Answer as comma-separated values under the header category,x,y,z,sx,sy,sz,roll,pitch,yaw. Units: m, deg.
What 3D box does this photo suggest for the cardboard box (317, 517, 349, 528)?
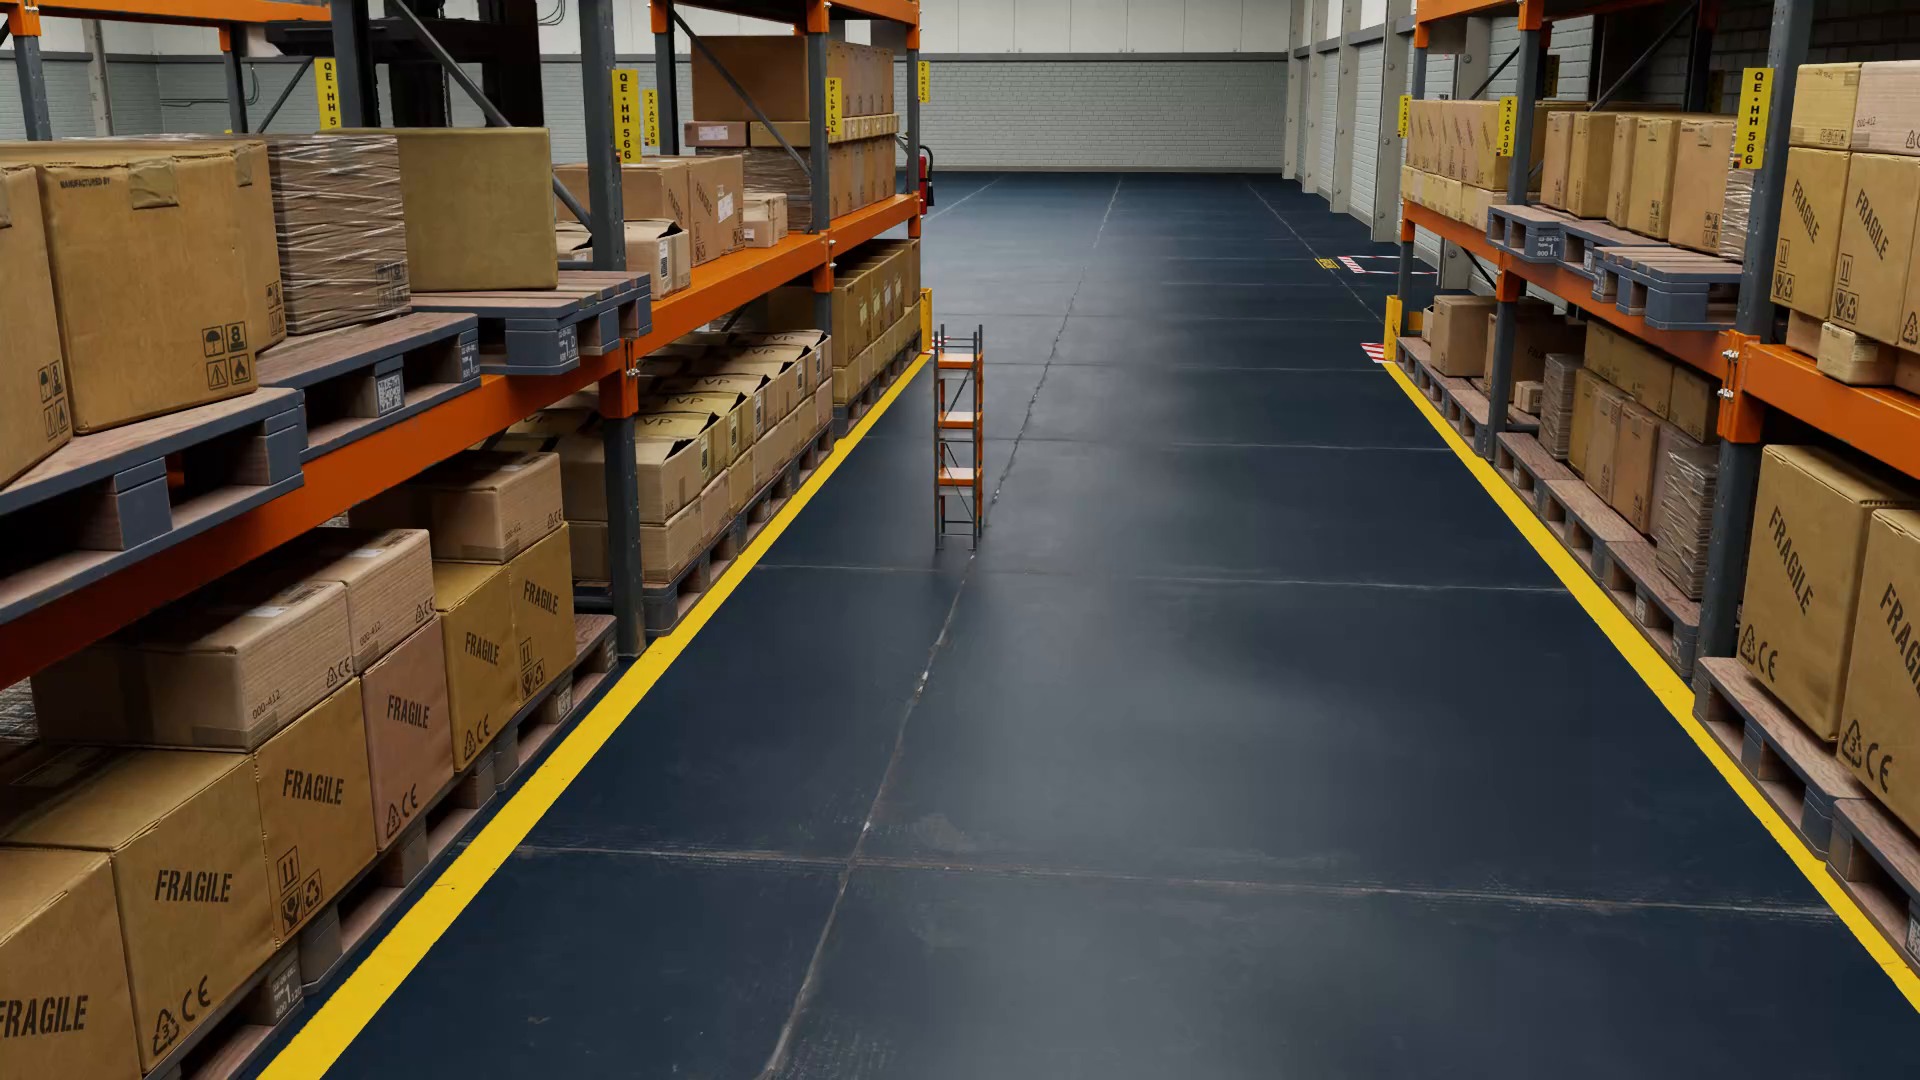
category,x,y,z,sx,sy,sz,roll,pitch,yaw
cardboard box,-2.129,0.227,5.522,0.500,0.500,0.500,1,15,4

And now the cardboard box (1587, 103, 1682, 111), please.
category,x,y,z,sx,sy,sz,roll,pitch,yaw
cardboard box,3.895,-2.320,9.809,0.500,0.500,0.500,1,15,5

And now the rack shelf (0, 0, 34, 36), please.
category,x,y,z,sx,sy,sz,roll,pitch,yaw
rack shelf,-6.435,-2.779,8.325,1.077,0.370,4.000,2,15,6

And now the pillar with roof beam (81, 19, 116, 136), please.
category,x,y,z,sx,sy,sz,roll,pitch,yaw
pillar with roof beam,-18.770,-14.213,43.487,9.100,9.000,0.400,2,15,6

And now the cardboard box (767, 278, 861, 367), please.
category,x,y,z,sx,sy,sz,roll,pitch,yaw
cardboard box,-0.925,-1.399,10.615,0.500,0.500,0.500,2,15,6

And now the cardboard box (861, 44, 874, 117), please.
category,x,y,z,sx,sy,sz,roll,pitch,yaw
cardboard box,-1.018,-3.360,12.166,0.700,0.500,0.500,2,15,6

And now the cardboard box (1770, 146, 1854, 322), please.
category,x,y,z,sx,sy,sz,roll,pitch,yaw
cardboard box,2.874,-0.951,5.132,0.500,0.500,0.500,2,15,8

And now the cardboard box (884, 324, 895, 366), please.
category,x,y,z,sx,sy,sz,roll,pitch,yaw
cardboard box,-0.761,-1.426,12.152,0.500,0.250,0.500,2,15,6

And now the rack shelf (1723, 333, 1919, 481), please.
category,x,y,z,sx,sy,sz,roll,pitch,yaw
rack shelf,2.957,-0.002,3.801,1.077,0.370,4.000,2,15,6

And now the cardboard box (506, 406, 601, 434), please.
category,x,y,z,sx,sy,sz,roll,pitch,yaw
cardboard box,-1.873,-0.437,7.420,0.500,0.311,0.500,1,15,5

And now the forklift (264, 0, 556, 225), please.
category,x,y,z,sx,sy,sz,roll,pitch,yaw
forklift,-3.126,-1.880,9.501,1.130,2.935,3.031,7,17,24

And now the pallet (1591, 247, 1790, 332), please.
category,x,y,z,sx,sy,sz,roll,pitch,yaw
pallet,3.157,-0.963,6.345,1.213,0.211,1.003,2,15,6

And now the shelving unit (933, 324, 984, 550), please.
category,x,y,z,sx,sy,sz,roll,pitch,yaw
shelving unit,-0.006,-0.493,7.974,0.215,1.050,0.252,2,15,6

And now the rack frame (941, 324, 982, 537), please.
category,x,y,z,sx,sy,sz,roll,pitch,yaw
rack frame,0.008,-0.525,8.091,0.200,1.050,0.008,2,15,6

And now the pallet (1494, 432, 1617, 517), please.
category,x,y,z,sx,sy,sz,roll,pitch,yaw
pallet,3.548,-0.357,9.079,1.003,0.211,1.213,2,15,6

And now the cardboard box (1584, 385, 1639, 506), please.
category,x,y,z,sx,sy,sz,roll,pitch,yaw
cardboard box,3.461,-0.453,8.037,0.700,0.500,0.500,2,15,7

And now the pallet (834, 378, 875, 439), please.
category,x,y,z,sx,sy,sz,roll,pitch,yaw
pallet,-1.157,-0.909,11.120,1.003,0.211,1.213,2,15,6

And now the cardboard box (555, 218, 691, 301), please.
category,x,y,z,sx,sy,sz,roll,pitch,yaw
cardboard box,-1.446,-1.196,7.009,0.500,0.311,0.500,2,15,6

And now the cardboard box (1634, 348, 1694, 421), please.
category,x,y,z,sx,sy,sz,roll,pitch,yaw
cardboard box,3.392,-0.703,7.526,0.500,0.250,0.500,2,15,6

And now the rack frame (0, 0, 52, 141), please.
category,x,y,z,sx,sy,sz,roll,pitch,yaw
rack frame,-6.210,-2.197,10.541,1.000,3.000,0.127,2,15,6

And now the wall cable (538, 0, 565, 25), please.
category,x,y,z,sx,sy,sz,roll,pitch,yaw
wall cable,-11.970,-16.423,45.144,2.305,6.003,0.169,2,15,6

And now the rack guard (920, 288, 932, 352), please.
category,x,y,z,sx,sy,sz,roll,pitch,yaw
rack guard,-0.834,-1.887,14.184,1.175,0.500,0.348,2,15,6

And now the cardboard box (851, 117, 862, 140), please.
category,x,y,z,sx,sy,sz,roll,pitch,yaw
cardboard box,-0.894,-2.877,11.623,0.380,0.149,0.250,2,15,6

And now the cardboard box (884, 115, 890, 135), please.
category,x,y,z,sx,sy,sz,roll,pitch,yaw
cardboard box,-0.748,-3.210,12.853,0.380,0.149,0.250,1,15,5

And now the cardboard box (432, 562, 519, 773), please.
category,x,y,z,sx,sy,sz,roll,pitch,yaw
cardboard box,-1.671,0.365,5.011,0.500,0.500,0.500,1,15,4

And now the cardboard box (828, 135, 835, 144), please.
category,x,y,z,sx,sy,sz,roll,pitch,yaw
cardboard box,-1.010,-2.608,10.625,0.380,0.149,0.250,1,15,5

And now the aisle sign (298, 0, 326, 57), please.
category,x,y,z,sx,sy,sz,roll,pitch,yaw
aisle sign,-5.455,-4.499,14.075,0.394,0.787,0.004,2,15,6

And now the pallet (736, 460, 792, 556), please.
category,x,y,z,sx,sy,sz,roll,pitch,yaw
pallet,-1.468,-0.195,8.477,1.003,0.211,1.213,2,15,6

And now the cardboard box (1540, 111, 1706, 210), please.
category,x,y,z,sx,sy,sz,roll,pitch,yaw
cardboard box,3.543,-2.035,8.907,0.700,0.500,0.500,2,15,6

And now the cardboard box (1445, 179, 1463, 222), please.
category,x,y,z,sx,sy,sz,roll,pitch,yaw
cardboard box,3.492,-2.234,10.927,0.500,0.250,0.500,2,15,6

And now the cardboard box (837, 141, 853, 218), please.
category,x,y,z,sx,sy,sz,roll,pitch,yaw
cardboard box,-1.131,-2.481,11.398,0.700,0.500,0.500,2,15,7

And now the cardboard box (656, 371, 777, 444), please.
category,x,y,z,sx,sy,sz,roll,pitch,yaw
cardboard box,-1.221,-0.688,8.349,0.500,0.311,0.500,2,15,6

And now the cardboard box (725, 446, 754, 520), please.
category,x,y,z,sx,sy,sz,roll,pitch,yaw
cardboard box,-1.280,-0.281,7.917,0.500,0.250,0.500,1,15,5

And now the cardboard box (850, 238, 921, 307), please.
category,x,y,z,sx,sy,sz,roll,pitch,yaw
cardboard box,-0.602,-2.177,13.494,0.500,0.500,0.500,2,15,6

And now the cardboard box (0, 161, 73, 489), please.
category,x,y,z,sx,sy,sz,roll,pitch,yaw
cardboard box,-1.915,-0.343,2.686,0.700,0.500,0.500,-3,16,-13

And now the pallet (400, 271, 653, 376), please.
category,x,y,z,sx,sy,sz,roll,pitch,yaw
pallet,-1.746,-0.742,5.528,1.213,0.211,1.003,2,15,6

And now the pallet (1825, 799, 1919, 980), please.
category,x,y,z,sx,sy,sz,roll,pitch,yaw
pallet,2.879,0.996,4.074,1.003,0.211,1.213,2,15,6

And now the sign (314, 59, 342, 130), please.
category,x,y,z,sx,sy,sz,roll,pitch,yaw
sign,-2.292,-1.587,6.067,0.100,0.325,0.005,2,15,6

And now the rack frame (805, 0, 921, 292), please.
category,x,y,z,sx,sy,sz,roll,pitch,yaw
rack frame,-0.837,-3.088,13.834,1.000,3.000,0.127,2,15,6

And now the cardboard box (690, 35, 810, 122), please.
category,x,y,z,sx,sy,sz,roll,pitch,yaw
cardboard box,-1.245,-2.840,10.242,0.700,0.500,0.500,2,15,7

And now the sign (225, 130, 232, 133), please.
category,x,y,z,sx,sy,sz,roll,pitch,yaw
sign,-6.304,-3.385,14.405,0.100,0.325,0.005,2,15,6

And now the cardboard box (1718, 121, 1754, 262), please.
category,x,y,z,sx,sy,sz,roll,pitch,yaw
cardboard box,3.226,-1.251,6.006,0.700,0.500,0.500,0,15,0

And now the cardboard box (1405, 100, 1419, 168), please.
category,x,y,z,sx,sy,sz,roll,pitch,yaw
cardboard box,3.733,-3.127,12.792,0.500,0.500,0.500,2,15,6

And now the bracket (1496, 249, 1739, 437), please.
category,x,y,z,sx,sy,sz,roll,pitch,yaw
bracket,-11.251,-4.338,10.086,30.936,5.461,7.100,2,15,6

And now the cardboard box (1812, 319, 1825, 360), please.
category,x,y,z,sx,sy,sz,roll,pitch,yaw
cardboard box,2.878,-0.613,5.124,0.380,0.149,0.250,2,15,7

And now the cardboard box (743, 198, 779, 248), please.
category,x,y,z,sx,sy,sz,roll,pitch,yaw
cardboard box,-1.205,-1.752,9.152,0.396,0.266,0.258,1,15,5

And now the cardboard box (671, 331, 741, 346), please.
category,x,y,z,sx,sy,sz,roll,pitch,yaw
cardboard box,-1.582,-1.096,9.859,0.500,0.311,0.500,2,15,6
